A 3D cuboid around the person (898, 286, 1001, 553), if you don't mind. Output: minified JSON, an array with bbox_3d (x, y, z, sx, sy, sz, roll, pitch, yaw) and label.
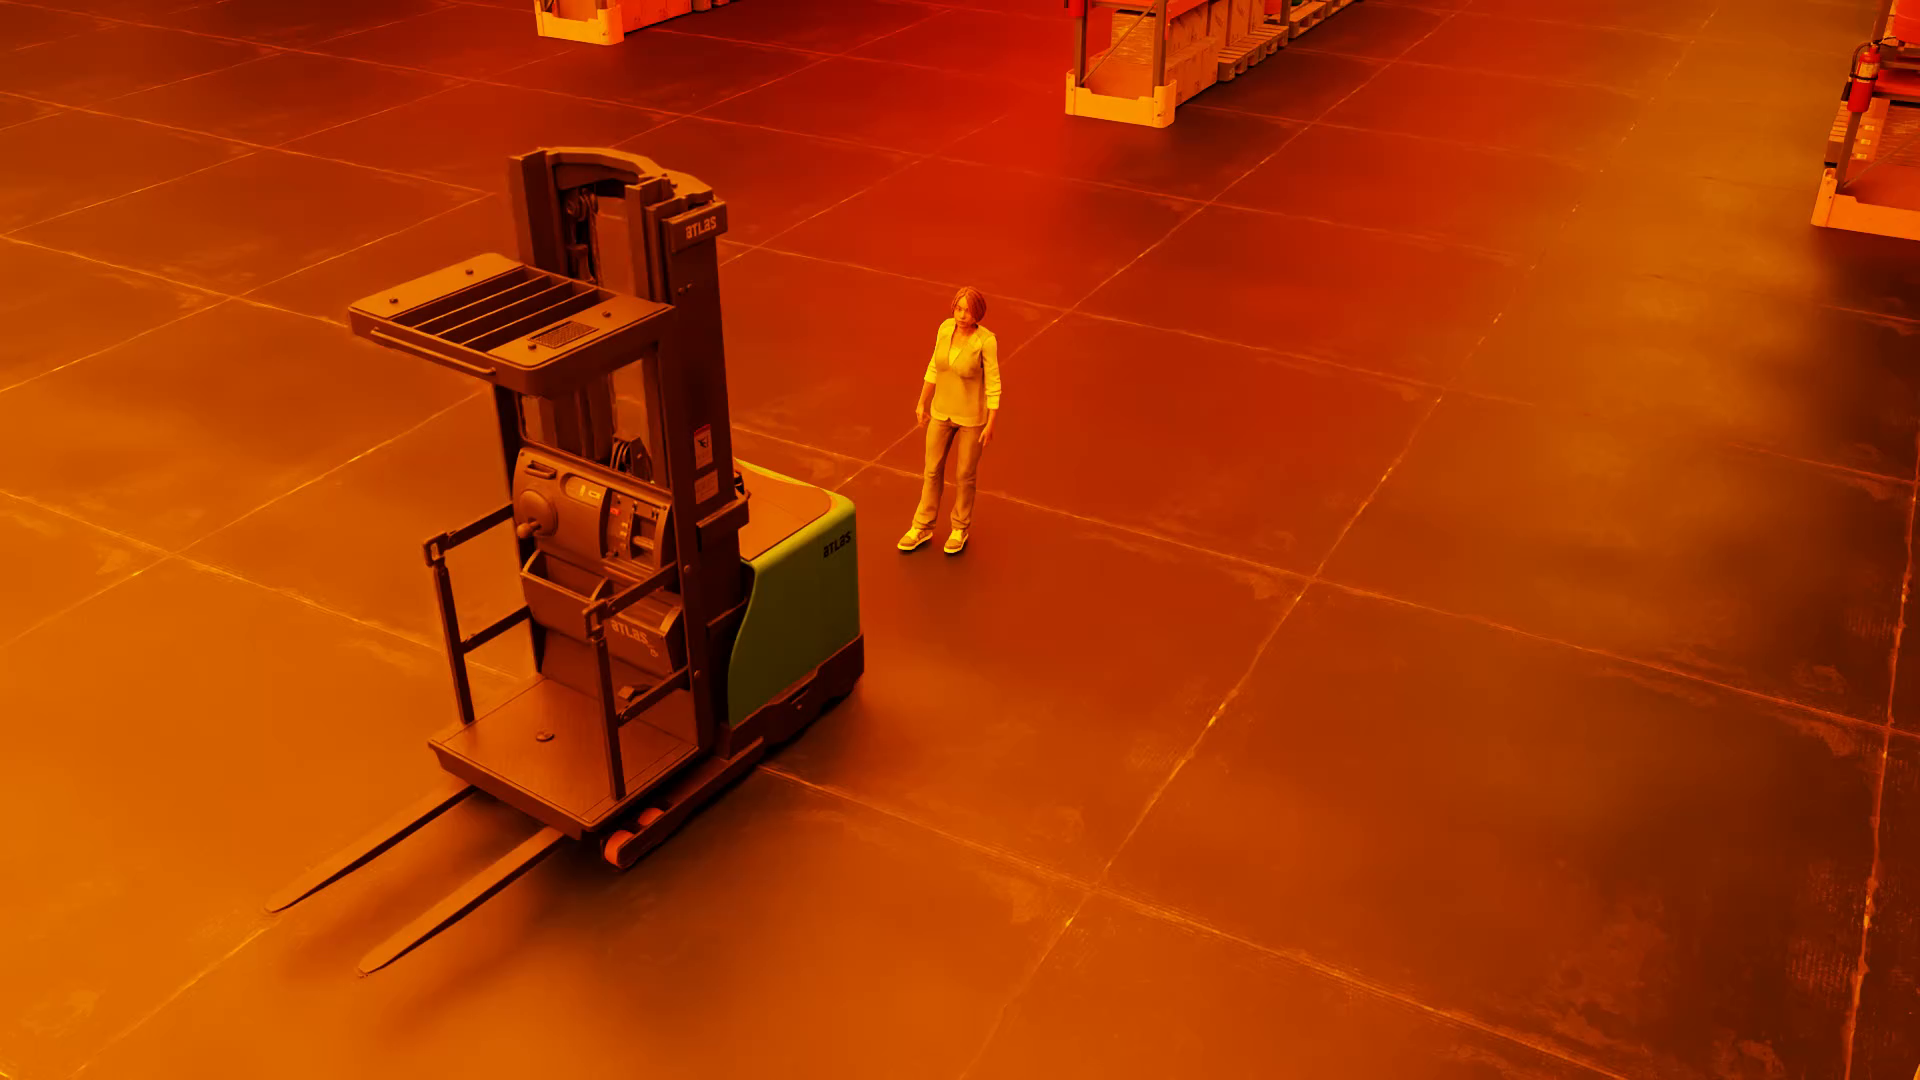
[{"bbox_3d":[-0.049,-0.669,9.549,0.520,1.599,0.473,15,33,25],"label":"person"}]

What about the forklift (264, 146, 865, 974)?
[{"bbox_3d":[-1.755,-0.074,7.199,1.130,2.935,3.031,19,35,30],"label":"forklift"}]
